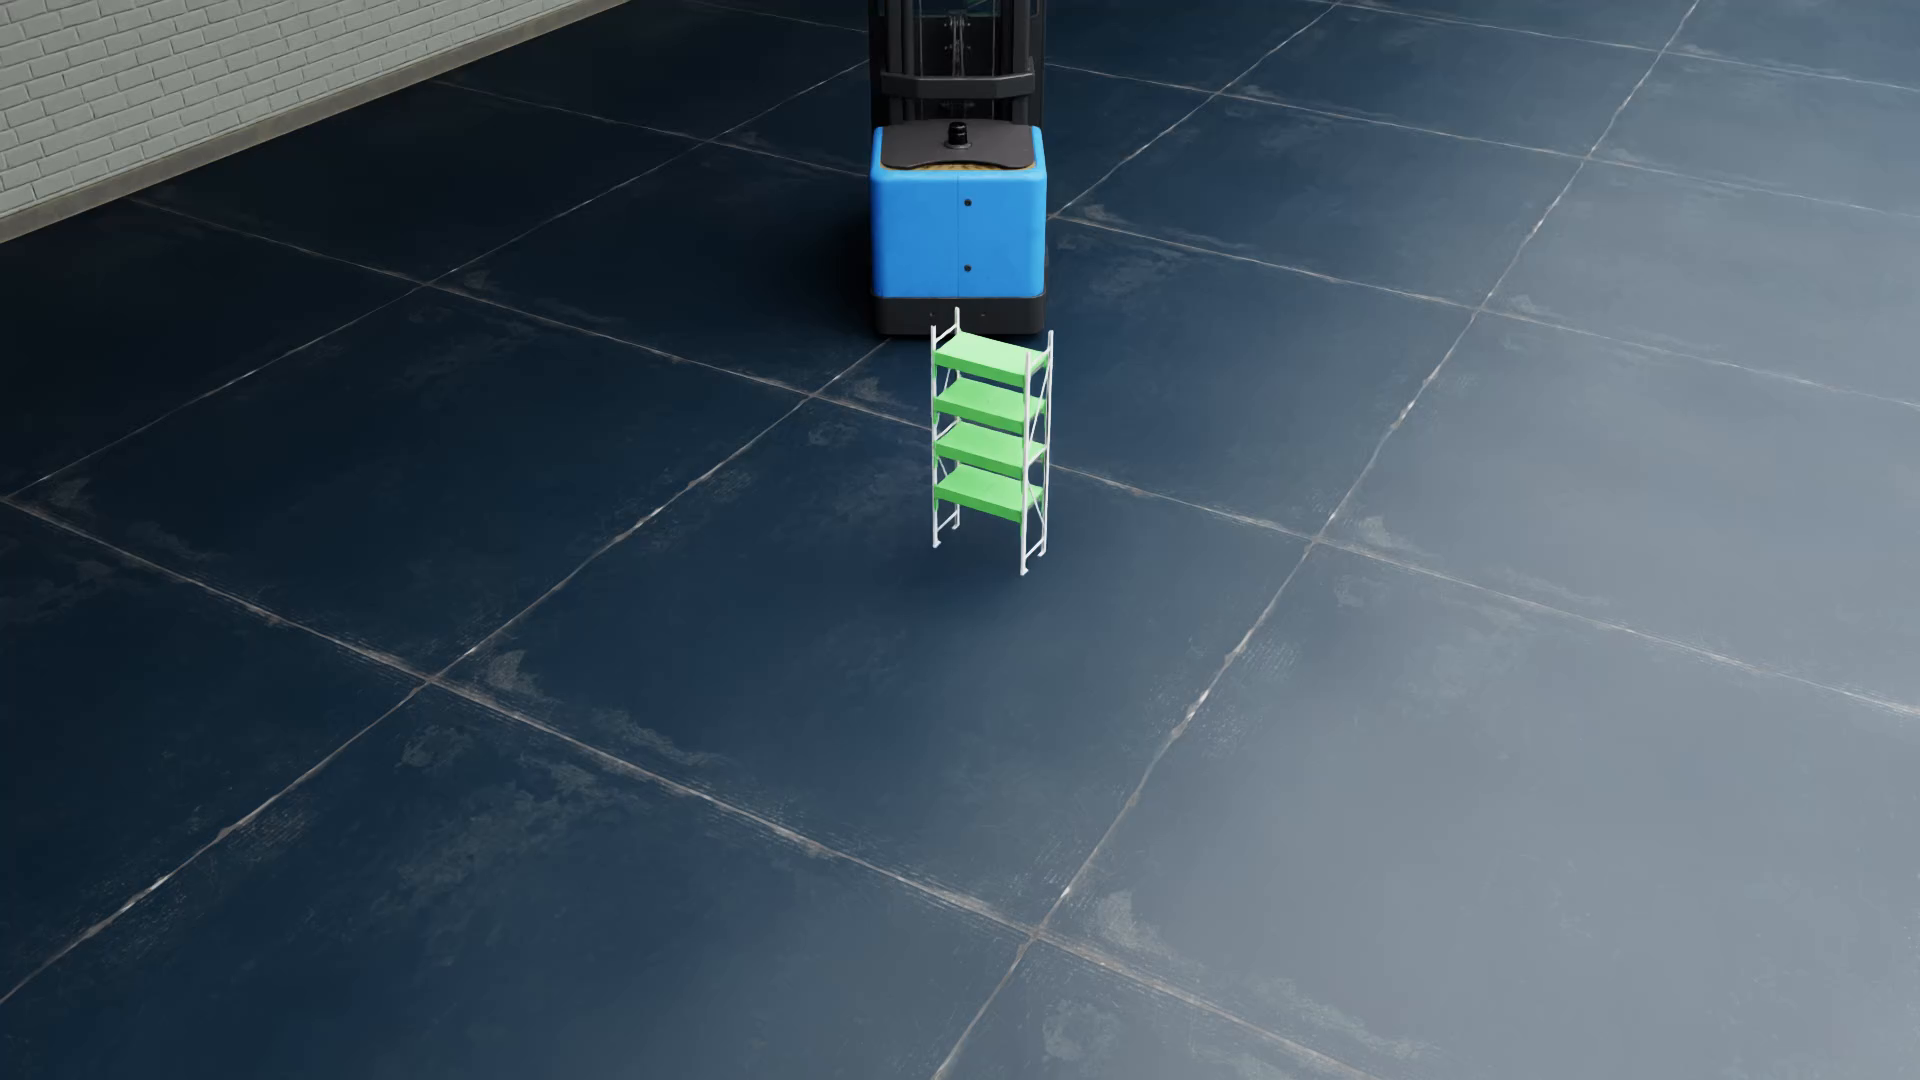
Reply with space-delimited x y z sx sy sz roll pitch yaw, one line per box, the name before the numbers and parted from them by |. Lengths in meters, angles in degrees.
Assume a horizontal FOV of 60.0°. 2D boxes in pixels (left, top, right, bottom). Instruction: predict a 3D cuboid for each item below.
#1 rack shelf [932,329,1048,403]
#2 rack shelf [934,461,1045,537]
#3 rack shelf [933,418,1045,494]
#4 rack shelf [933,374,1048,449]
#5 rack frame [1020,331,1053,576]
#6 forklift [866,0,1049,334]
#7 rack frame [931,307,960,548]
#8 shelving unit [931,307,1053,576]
rack shelf | 0.144 -0.800 7.618 0.480 0.148 0.258 18 37 24
rack shelf | 0.144 -0.201 8.018 0.480 0.148 0.258 18 37 24
rack shelf | 0.144 -0.401 7.884 0.480 0.148 0.258 18 37 24
rack shelf | 0.144 -0.600 7.751 0.480 0.148 0.258 18 37 24
rack frame | 0.356 -0.387 7.748 0.015 1.200 0.240 18 37 24
forklift | -0.019 -3.232 10.459 1.130 2.935 3.031 0 34 0
rack frame | -0.068 -0.521 7.950 0.015 1.200 0.240 18 37 24
shelving unit | 0.144 -0.454 7.849 0.503 1.200 0.258 18 37 24
